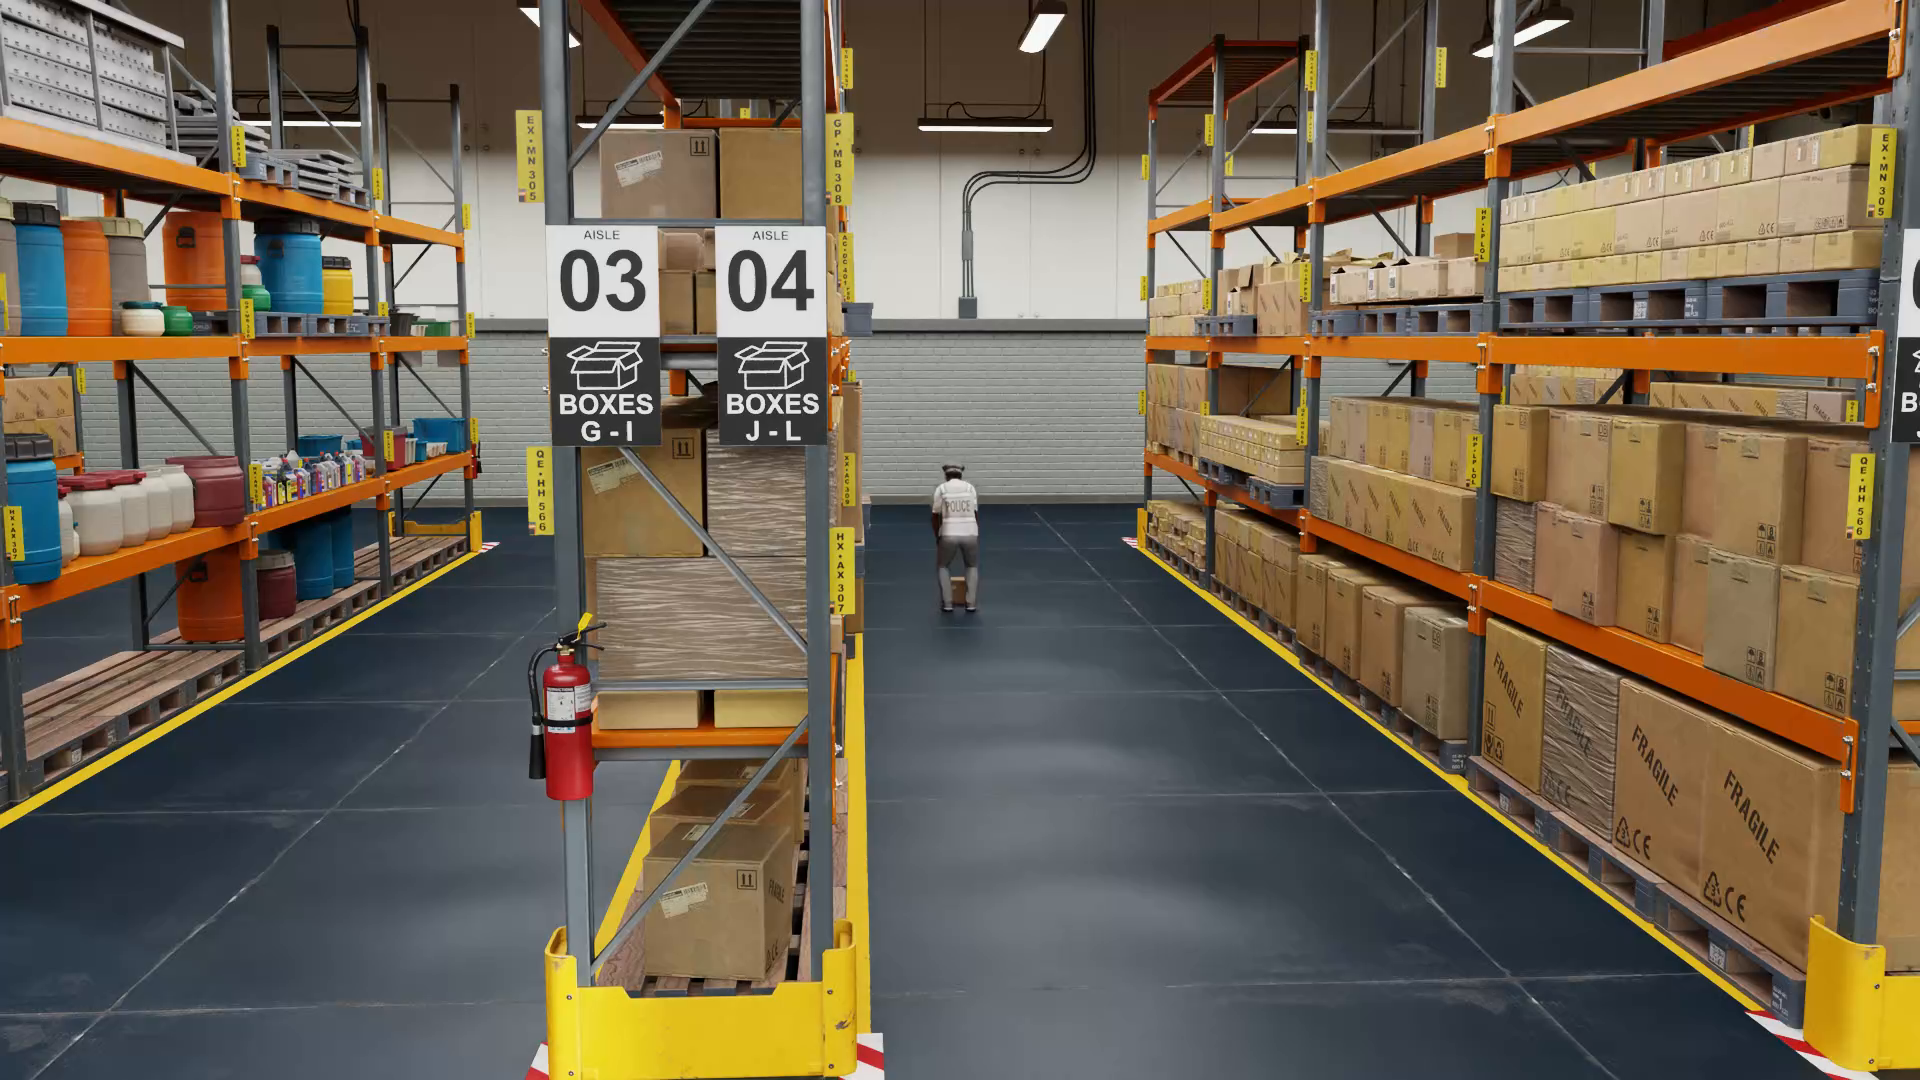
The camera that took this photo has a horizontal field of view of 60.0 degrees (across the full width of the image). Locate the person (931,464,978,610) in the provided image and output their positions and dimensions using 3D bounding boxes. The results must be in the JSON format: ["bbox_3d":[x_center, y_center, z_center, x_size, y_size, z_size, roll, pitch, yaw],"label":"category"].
[{"bbox_3d":[-0.054,-0.025,17.150,0.487,1.508,0.607,0,7,-3],"label":"person"}]
